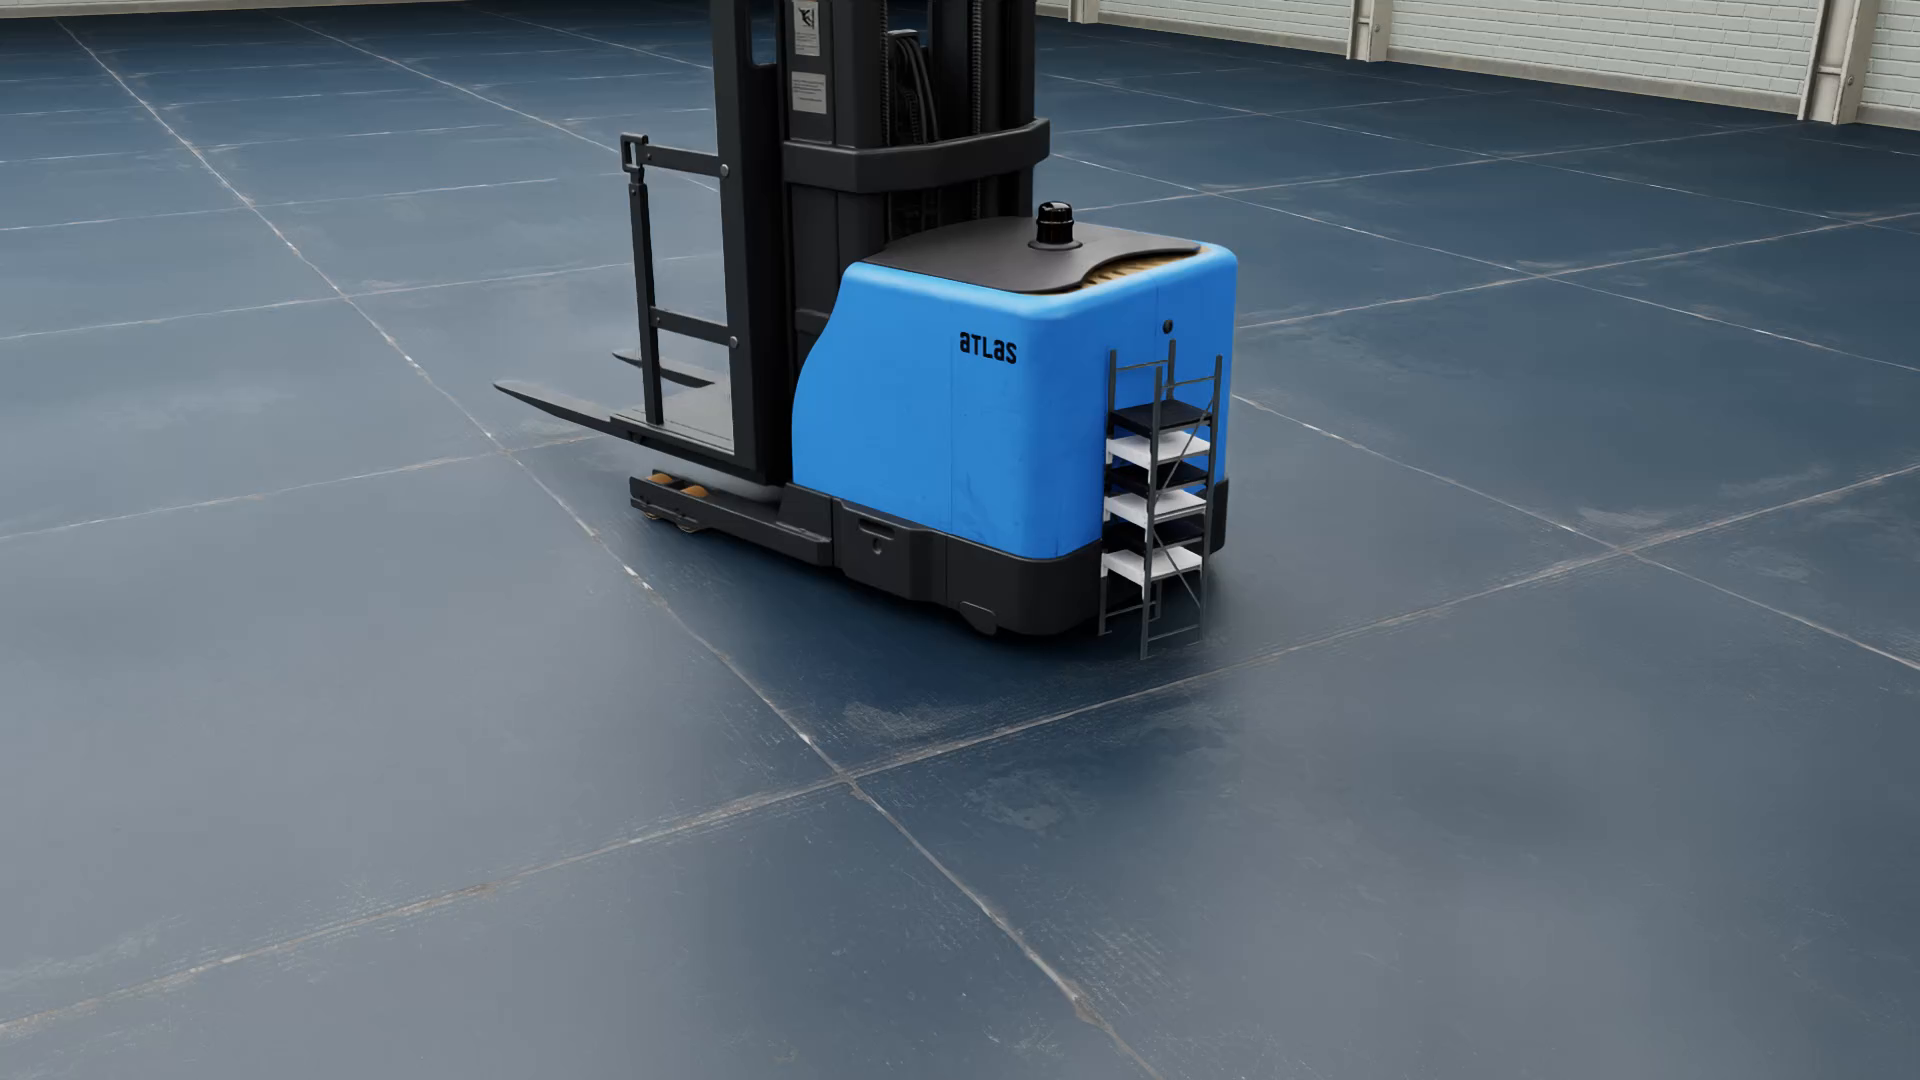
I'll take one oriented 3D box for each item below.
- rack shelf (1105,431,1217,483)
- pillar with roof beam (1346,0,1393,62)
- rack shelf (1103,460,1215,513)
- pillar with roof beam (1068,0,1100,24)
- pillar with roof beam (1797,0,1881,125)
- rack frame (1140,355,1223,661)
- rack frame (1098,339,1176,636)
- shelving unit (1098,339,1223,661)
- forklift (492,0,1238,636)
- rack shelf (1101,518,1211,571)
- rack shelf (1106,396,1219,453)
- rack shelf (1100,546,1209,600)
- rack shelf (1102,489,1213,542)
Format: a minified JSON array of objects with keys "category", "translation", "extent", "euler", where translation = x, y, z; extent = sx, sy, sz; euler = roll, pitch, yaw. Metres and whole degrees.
[{"category":"rack shelf","translation":[0.584,-0.252,4.843],"extent":[0.258,0.077,0.200],"euler":[-13,26,-31]},{"category":"pillar with roof beam","translation":[1.215,-9.144,16.358],"extent":[9.100,9.000,0.400],"euler":[-13,25,-28]},{"category":"rack shelf","translation":[0.584,-0.168,4.877],"extent":[0.258,0.077,0.200],"euler":[-13,26,-31]},{"category":"pillar with roof beam","translation":[-1.850,-11.086,21.136],"extent":[9.100,9.000,0.400],"euler":[-13,25,-28]},{"category":"pillar with roof beam","translation":[4.279,-7.202,11.579],"extent":[9.100,9.000,0.400],"euler":[-13,25,-28]},{"category":"rack frame","translation":[0.639,-0.084,4.819],"extent":[0.240,0.900,0.006],"euler":[-13,26,-31]},{"category":"rack frame","translation":[0.527,-0.148,4.977],"extent":[0.240,0.900,0.006],"euler":[-13,26,-31]},{"category":"shelving unit","translation":[0.583,-0.116,4.898],"extent":[0.258,0.900,0.210],"euler":[-13,26,-31]},{"category":"forklift","translation":[-0.553,-1.514,5.643],"extent":[3.031,2.935,1.130],"euler":[18,28,37]},{"category":"rack shelf","translation":[0.582,-0.001,4.944],"extent":[0.258,0.077,0.200],"euler":[-13,26,-31]},{"category":"rack shelf","translation":[0.585,-0.335,4.810],"extent":[0.258,0.077,0.200],"euler":[-13,26,-31]},{"category":"rack shelf","translation":[0.581,0.082,4.977],"extent":[0.258,0.077,0.200],"euler":[-13,26,-31]},{"category":"rack shelf","translation":[0.583,-0.085,4.910],"extent":[0.258,0.077,0.200],"euler":[-13,26,-31]}]
